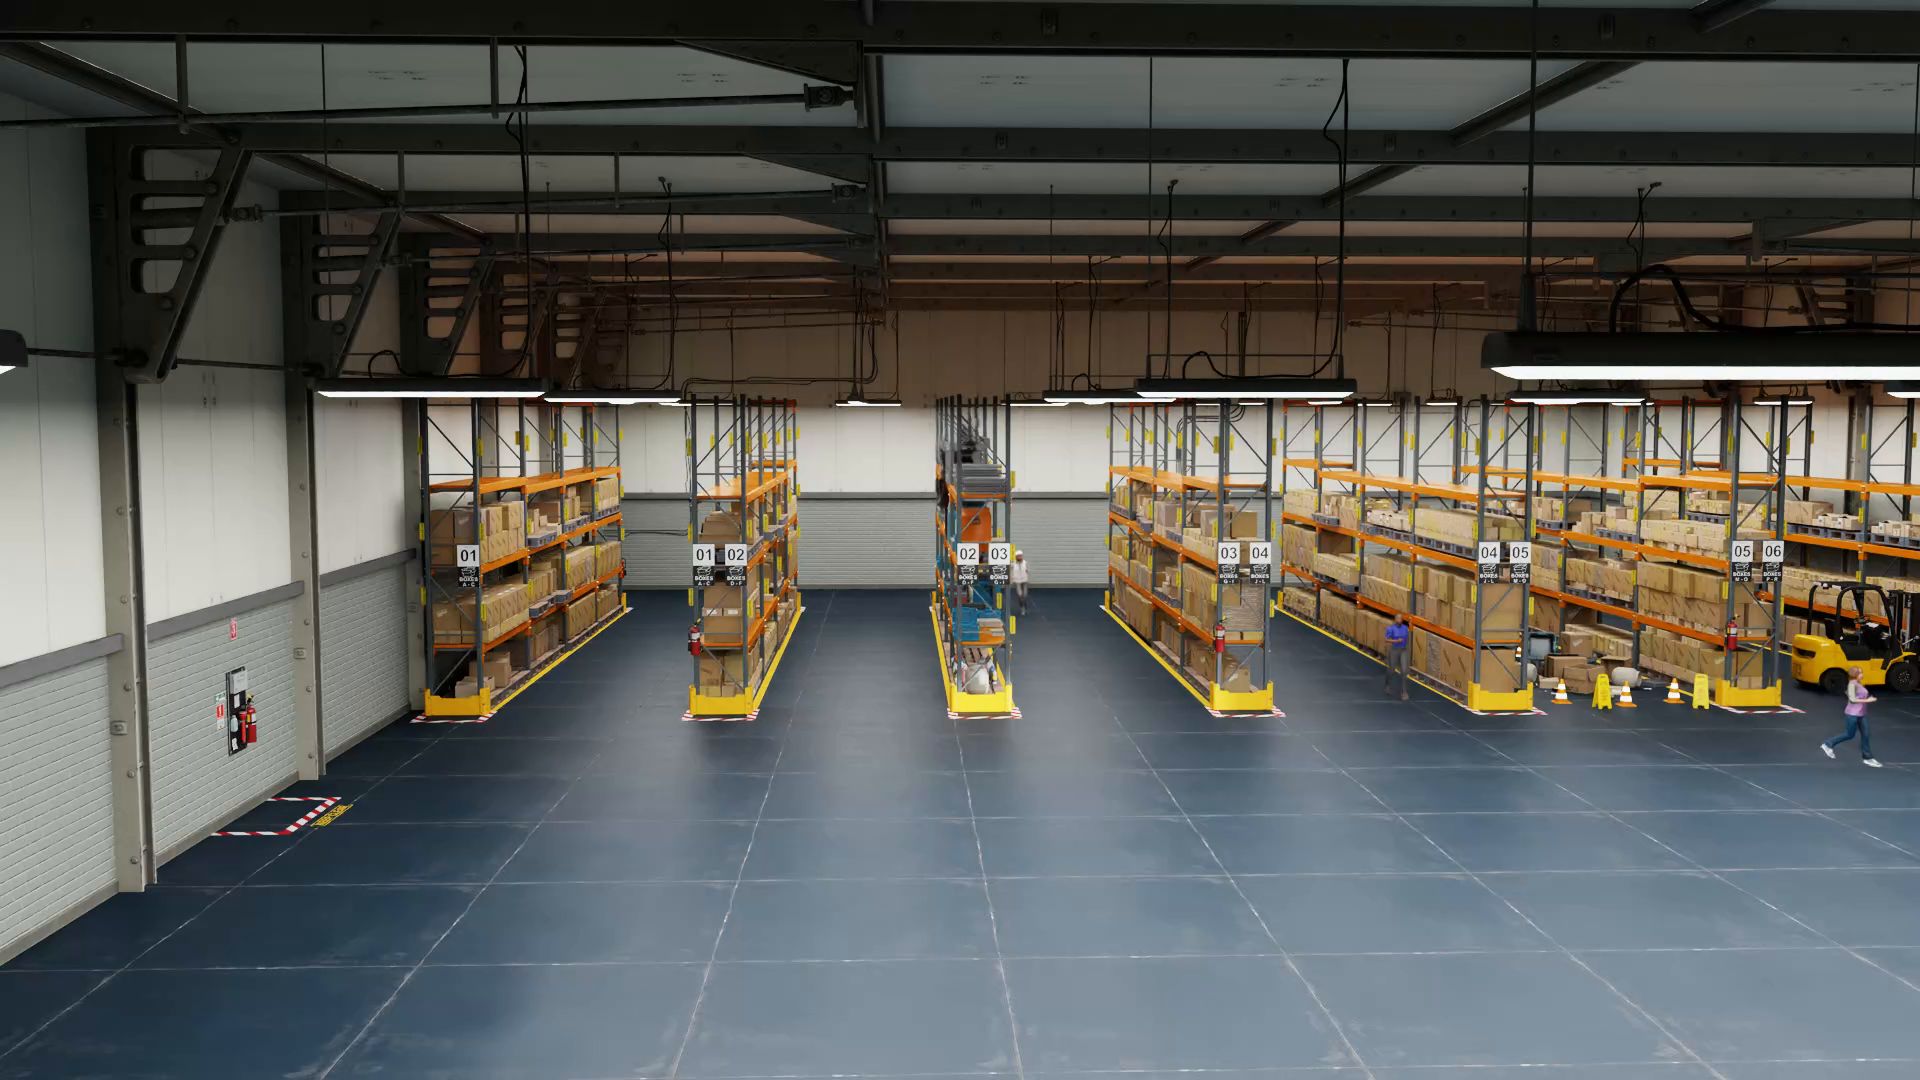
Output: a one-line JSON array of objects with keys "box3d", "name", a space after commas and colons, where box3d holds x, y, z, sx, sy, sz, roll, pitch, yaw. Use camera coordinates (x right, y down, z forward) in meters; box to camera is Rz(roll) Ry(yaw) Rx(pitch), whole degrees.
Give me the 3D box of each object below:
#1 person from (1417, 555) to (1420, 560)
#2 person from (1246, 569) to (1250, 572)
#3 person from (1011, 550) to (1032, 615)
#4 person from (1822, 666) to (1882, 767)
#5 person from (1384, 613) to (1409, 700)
[{"box3d": [13.468, 0.999, 49.284, 0.700, 1.749, 0.564, 0, 4, 0], "name": "person"}, {"box3d": [8.110, 1.259, 45.512, 0.673, 1.827, 0.913, 0, 4, 2], "name": "person"}, {"box3d": [1.675, 1.200, 46.473, 0.657, 1.833, 0.747, -1, 5, -14], "name": "person"}, {"box3d": [14.371, 2.811, 26.734, 0.544, 1.586, 0.879, -4, 6, -45], "name": "person"}, {"box3d": [8.672, 2.278, 33.057, 0.569, 1.685, 0.870, -1, 5, -8], "name": "person"}]
